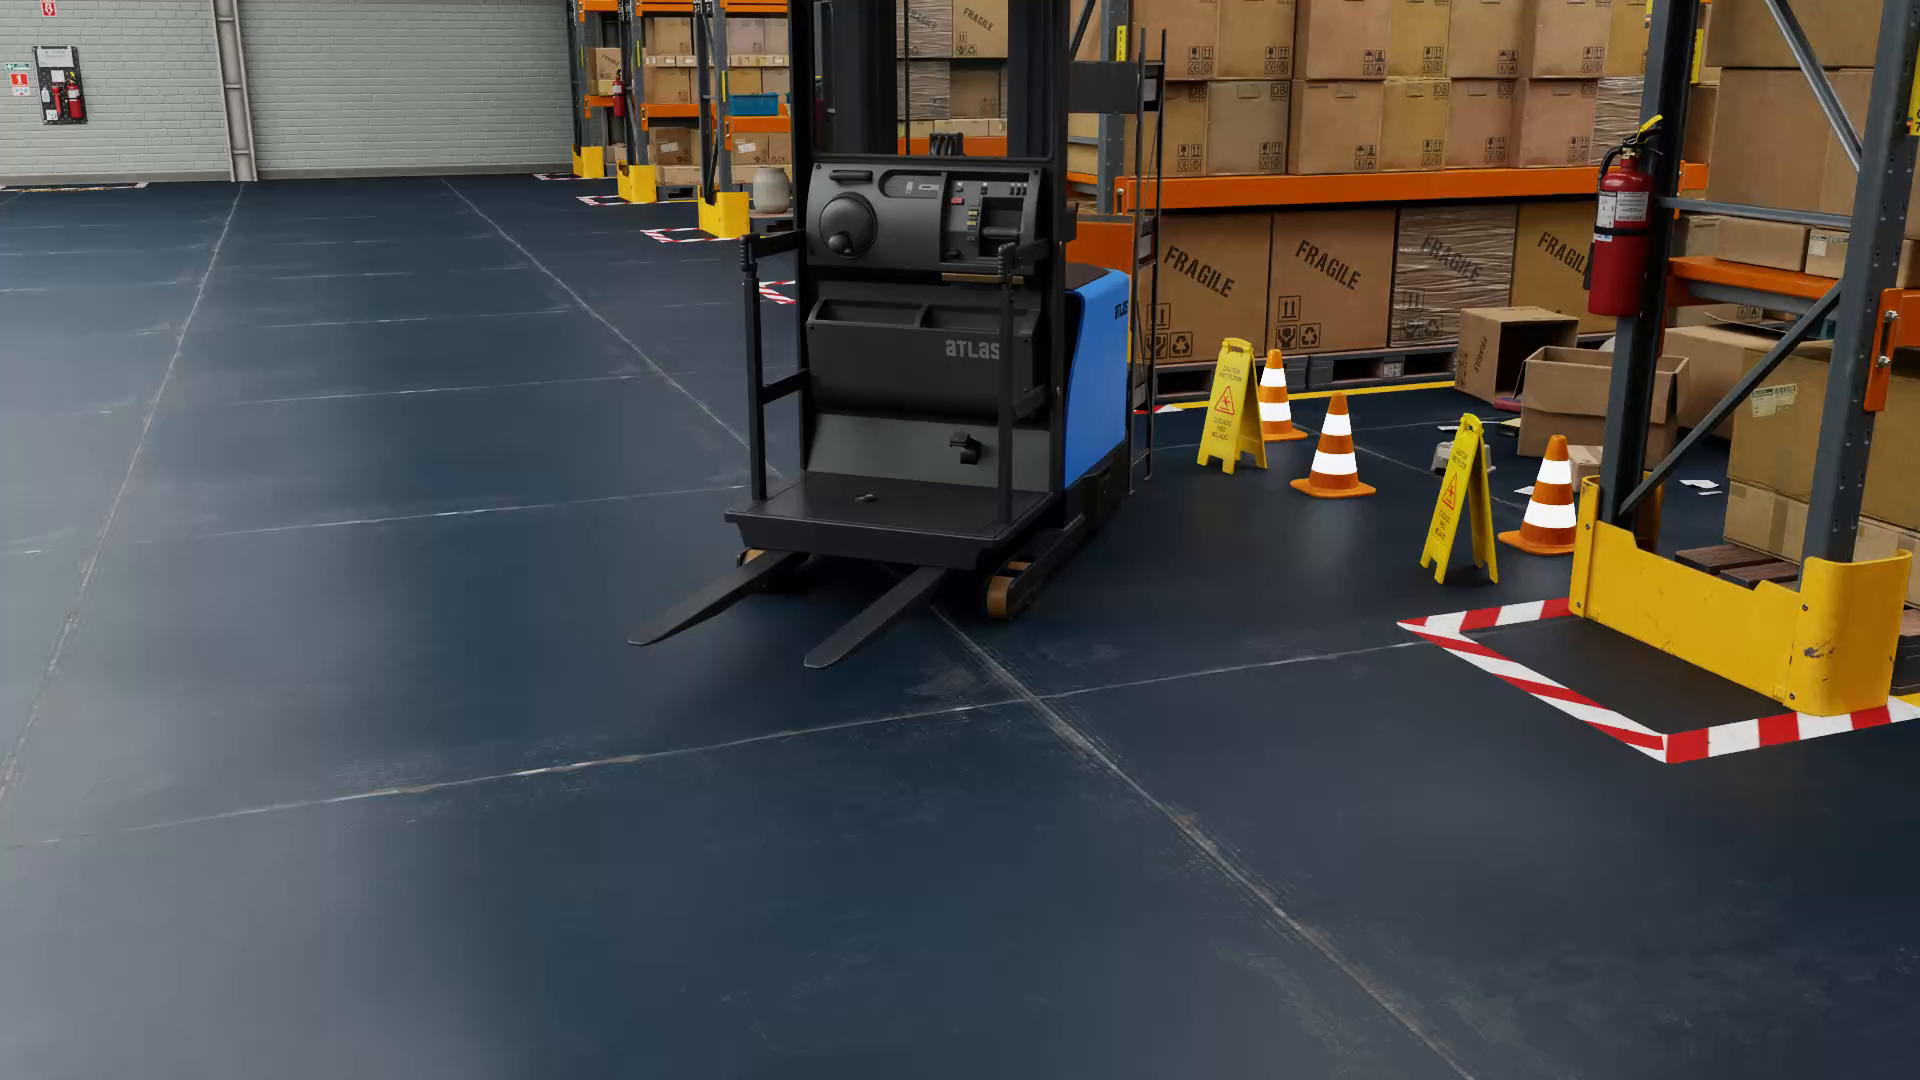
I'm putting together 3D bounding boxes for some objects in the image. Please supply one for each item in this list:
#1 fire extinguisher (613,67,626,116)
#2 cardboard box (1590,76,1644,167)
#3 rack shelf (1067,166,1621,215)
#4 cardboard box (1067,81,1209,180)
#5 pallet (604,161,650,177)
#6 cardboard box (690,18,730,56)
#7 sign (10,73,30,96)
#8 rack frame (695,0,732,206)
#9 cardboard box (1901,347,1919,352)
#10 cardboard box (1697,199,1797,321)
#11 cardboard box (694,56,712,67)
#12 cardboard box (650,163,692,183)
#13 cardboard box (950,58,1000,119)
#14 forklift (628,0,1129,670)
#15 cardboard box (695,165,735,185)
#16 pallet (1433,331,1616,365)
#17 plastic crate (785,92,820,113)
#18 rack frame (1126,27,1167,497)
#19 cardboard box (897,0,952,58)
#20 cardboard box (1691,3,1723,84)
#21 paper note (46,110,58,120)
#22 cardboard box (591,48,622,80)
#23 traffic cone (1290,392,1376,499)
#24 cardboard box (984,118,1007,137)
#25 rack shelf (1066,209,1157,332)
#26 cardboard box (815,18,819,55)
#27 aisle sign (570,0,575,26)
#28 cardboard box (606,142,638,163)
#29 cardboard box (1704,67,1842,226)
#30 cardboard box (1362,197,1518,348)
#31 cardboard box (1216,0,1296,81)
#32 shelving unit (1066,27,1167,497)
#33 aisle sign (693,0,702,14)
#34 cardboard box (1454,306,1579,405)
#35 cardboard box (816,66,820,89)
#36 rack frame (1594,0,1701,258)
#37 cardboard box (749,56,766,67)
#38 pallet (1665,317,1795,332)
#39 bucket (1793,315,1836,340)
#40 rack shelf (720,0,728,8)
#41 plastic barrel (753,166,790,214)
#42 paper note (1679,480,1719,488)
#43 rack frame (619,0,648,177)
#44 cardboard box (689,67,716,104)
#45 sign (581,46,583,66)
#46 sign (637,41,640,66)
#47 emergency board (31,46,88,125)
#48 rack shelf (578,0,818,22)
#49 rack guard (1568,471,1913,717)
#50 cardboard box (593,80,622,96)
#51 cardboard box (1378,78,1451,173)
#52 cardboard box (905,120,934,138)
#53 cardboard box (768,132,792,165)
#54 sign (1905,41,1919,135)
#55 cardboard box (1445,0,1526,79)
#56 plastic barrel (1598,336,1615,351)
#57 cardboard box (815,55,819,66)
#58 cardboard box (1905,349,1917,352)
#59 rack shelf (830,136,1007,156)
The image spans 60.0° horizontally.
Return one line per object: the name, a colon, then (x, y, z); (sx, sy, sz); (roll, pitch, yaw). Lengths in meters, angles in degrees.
fire extinguisher: (-4.813, -6.330, 23.468); (0.183, 0.674, 0.296); (-6, 17, -20)
cardboard box: (4.081, -2.770, 10.941); (0.550, 0.550, 0.875); (-6, 17, -20)
rack shelf: (2.553, -2.191, 10.514); (4.000, 0.370, 1.077); (-6, 17, -20)
cardboard box: (1.016, -2.456, 9.873); (0.550, 0.550, 0.875); (-6, 17, -20)
pallet: (-5.470, -6.302, 28.185); (1.213, 0.211, 1.003); (-6, 17, -20)
cardboard box: (-3.557, -7.031, 23.237); (0.500, 0.500, 0.700); (-7, 18, -22)
sign: (-14.445, -7.003, 25.557); (0.234, 0.329, 0.001); (-6, 17, -20)
rack frame: (-2.767, -4.953, 18.642); (0.127, 3.000, 1.000); (-6, 17, -20)
cardboard box: (3.525, -0.800, 6.152); (0.250, 0.149, 0.380); (-6, 17, -18)
cardboard box: (5.870, -2.043, 11.979); (0.750, 0.750, 1.050); (-6, 17, -20)
cardboard box: (-3.614, -6.651, 23.095); (0.250, 0.149, 0.380); (-6, 17, -20)
cardboard box: (-4.141, -5.271, 23.859); (0.500, 0.250, 0.500); (-6, 17, -20)
cardboard box: (-0.047, -3.971, 14.592); (0.500, 0.500, 0.875); (-6, 17, -20)
forklift: (-0.213, -1.241, 6.121); (1.130, 2.935, 3.031); (6, 17, 19)
cardboard box: (-3.490, -5.186, 23.569); (0.500, 0.250, 0.500); (-6, 17, -20)
pallet: (3.683, -1.344, 11.301); (1.213, 0.211, 1.003); (-6, 17, -20)
plastic crate: (-1.798, -5.075, 19.321); (0.408, 0.251, 0.499); (-6, 17, -20)
rack frame: (0.859, -1.262, 7.668); (0.015, 2.100, 0.400); (6, 17, 20)
cardboard box: (-0.384, -4.304, 13.952); (0.500, 0.500, 0.500); (-6, 17, -20)
cardboard box: (4.882, -3.318, 11.120); (0.500, 0.500, 0.700); (-6, 18, -21)
paper note: (-14.082, -6.592, 25.785); (0.142, 0.148, 0.016); (-6, 17, -20)
cardboard box: (-5.759, -7.826, 27.326); (0.500, 0.500, 0.500); (-6, 17, -20)
traffic cone: (1.777, -0.466, 7.864); (0.334, 0.463, 0.336); (-6, 17, -20)
cardboard box: (0.298, -3.591, 14.449); (0.250, 0.149, 0.380); (-6, 17, -20)
rack shelf: (0.632, -1.274, 7.757); (0.480, 0.518, 0.431); (6, 17, 20)
cardboard box: (-2.152, -7.183, 23.754); (0.500, 0.500, 0.700); (-6, 17, -20)
aisle sign: (-6.272, -8.721, 26.859); (0.004, 0.787, 0.394); (-6, 17, -20)
cardboard box: (-5.634, -6.527, 27.992); (0.500, 0.311, 0.500); (-8, 18, -26)
cardboard box: (2.960, -1.361, 5.703); (0.500, 0.500, 0.500); (-6, 18, -21)
cardboard box: (2.968, -1.783, 10.873); (0.875, 0.875, 0.875); (-6, 17, -20)
cardboard box: (1.527, -3.032, 9.917); (0.550, 0.550, 0.875); (-6, 17, -20)
shelving unit: (0.632, -1.287, 7.753); (0.503, 2.100, 0.431); (6, 17, 20)
aisle sign: (-2.941, -6.272, 18.517); (0.004, 0.787, 0.394); (-6, 17, -20)
cardboard box: (3.338, -1.114, 9.999); (0.500, 0.500, 0.500); (-3, 17, -11)
cardboard box: (-2.173, -6.557, 23.927); (0.500, 0.500, 0.700); (-6, 17, -19)
rack frame: (4.421, -2.738, 11.099); (0.127, 3.000, 1.000); (-6, 17, -20)
cardboard box: (-2.891, -6.729, 23.362); (0.250, 0.149, 0.380); (-6, 18, -21)
pallet: (5.114, -1.498, 11.825); (1.213, 0.211, 1.003); (-6, 17, -20)
bucket: (5.119, -1.277, 9.234); (0.620, 0.611, 0.726); (9, 16, -4)
rack shelf: (-0.899, -6.249, 19.008); (4.000, 0.370, 1.077); (-6, 17, -20)
plastic barrel: (-2.180, -4.048, 19.228); (0.421, 0.512, 0.421); (0, 16, 0)
paper note: (3.569, -0.278, 8.011); (0.142, 0.019, 0.148); (0, 16, -1)
rack frame: (-4.536, -6.257, 23.081); (0.127, 3.000, 1.000); (-6, 17, -20)
cardboard box: (-3.607, -6.403, 23.401); (0.500, 0.500, 0.700); (-6, 17, -19)
sign: (-6.118, -7.833, 26.910); (0.005, 0.325, 0.100); (-6, 17, -20)
sign: (-4.343, -6.564, 22.449); (0.005, 0.325, 0.100); (-6, 17, -20)
emergency board: (-13.892, -7.014, 25.660); (0.643, 1.169, 0.194); (-6, 17, -20)
rack shelf: (-4.444, -8.856, 27.884); (4.000, 0.370, 1.077); (-6, 17, -20)
rack guard: (2.622, 0.149, 5.704); (0.348, 0.500, 1.175); (-6, 17, -20)
cardboard box: (-5.743, -7.463, 27.420); (0.500, 0.250, 0.500); (-7, 18, -22)
cardboard box: (2.570, -2.605, 10.380); (0.500, 0.550, 0.875); (-6, 17, -20)
cardboard box: (-0.403, -3.516, 14.193); (0.250, 0.149, 0.380); (-6, 17, -20)
cardboard box: (-2.554, -5.645, 23.801); (0.500, 0.500, 0.500); (-6, 17, -20)
sign: (2.746, -1.315, 4.718); (0.005, 0.325, 0.100); (-6, 17, -20)
cardboard box: (3.039, -3.196, 10.475); (0.550, 0.550, 0.875); (-6, 17, -20)
plastic barrel: (3.910, -0.984, 9.698); (0.421, 0.421, 0.512); (6, 17, 18)
cardboard box: (-2.164, -6.808, 23.629); (0.250, 0.149, 0.380); (-6, 17, -18)
cardboard box: (3.692, -0.488, 6.239); (0.500, 0.500, 0.500); (-5, 17, -18)
rack shelf: (0.873, -3.507, 14.993); (4.000, 0.370, 1.077); (-6, 17, -20)
